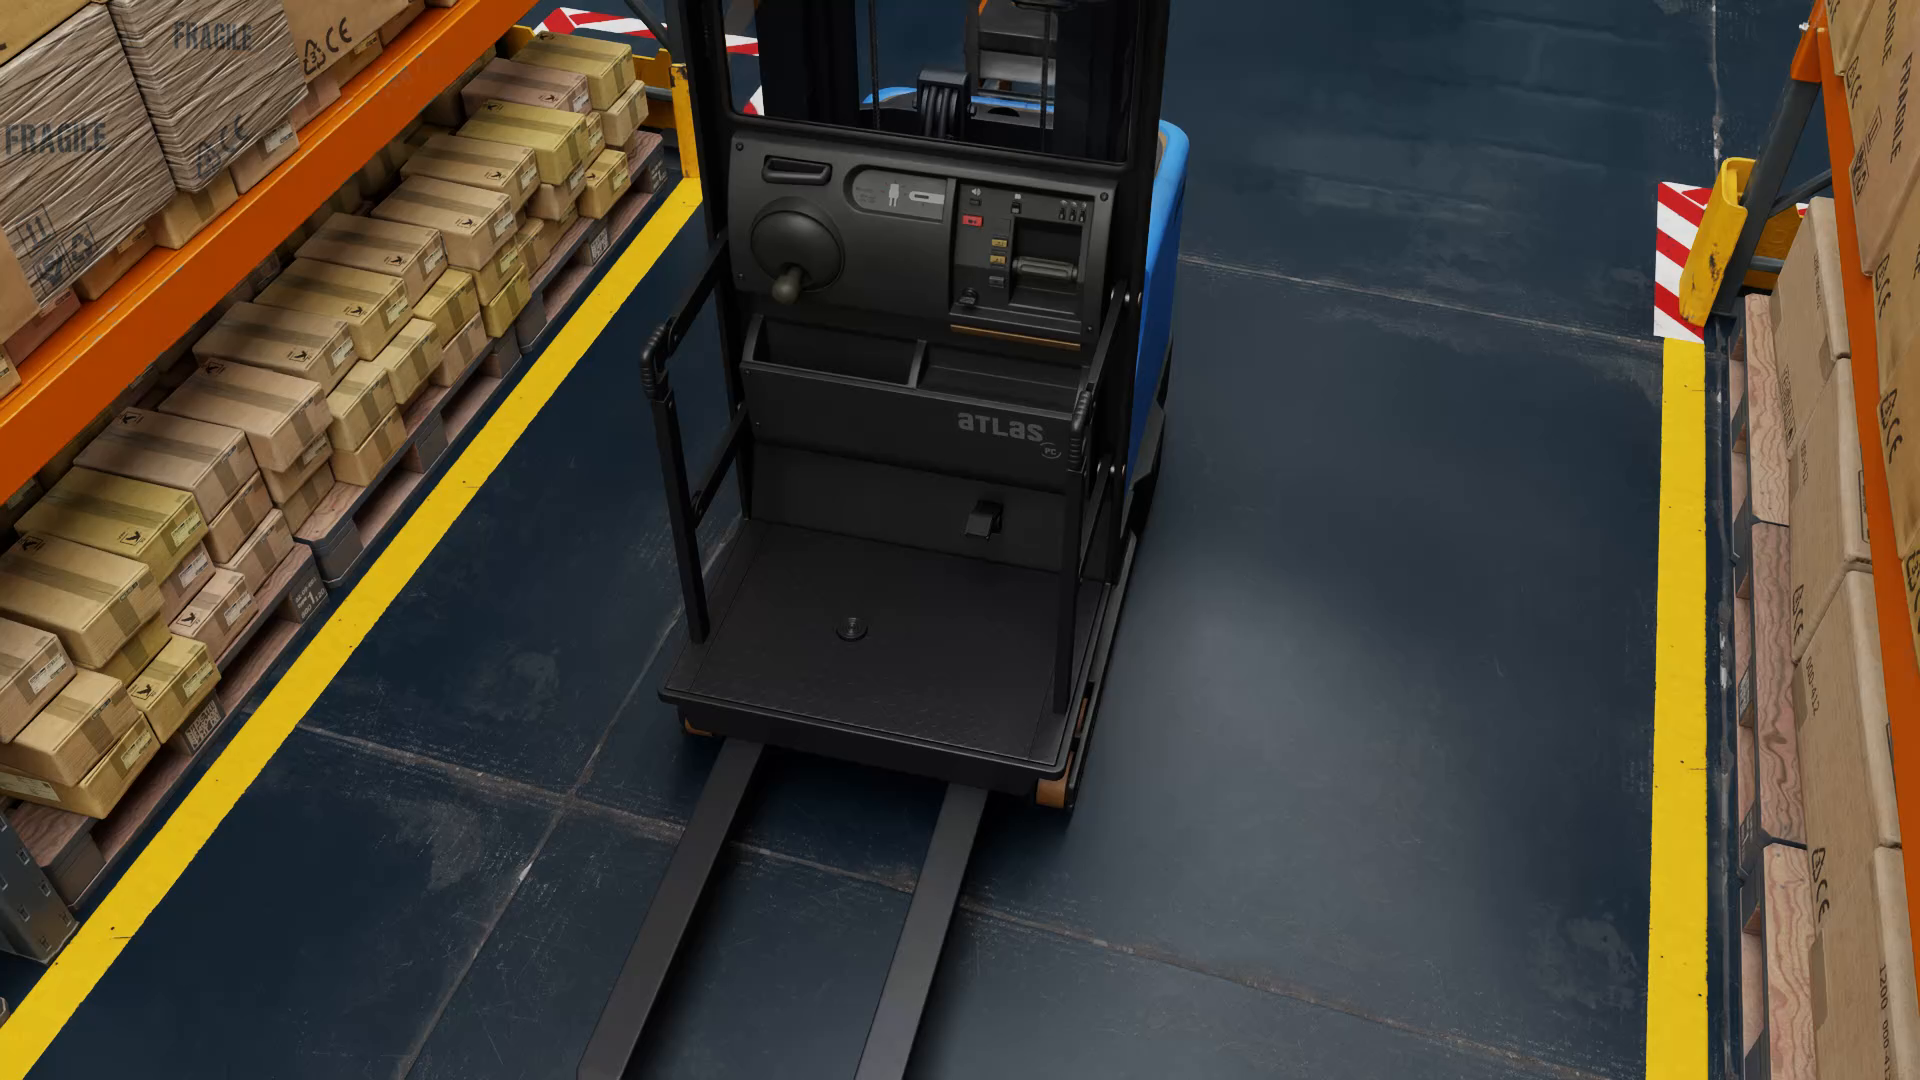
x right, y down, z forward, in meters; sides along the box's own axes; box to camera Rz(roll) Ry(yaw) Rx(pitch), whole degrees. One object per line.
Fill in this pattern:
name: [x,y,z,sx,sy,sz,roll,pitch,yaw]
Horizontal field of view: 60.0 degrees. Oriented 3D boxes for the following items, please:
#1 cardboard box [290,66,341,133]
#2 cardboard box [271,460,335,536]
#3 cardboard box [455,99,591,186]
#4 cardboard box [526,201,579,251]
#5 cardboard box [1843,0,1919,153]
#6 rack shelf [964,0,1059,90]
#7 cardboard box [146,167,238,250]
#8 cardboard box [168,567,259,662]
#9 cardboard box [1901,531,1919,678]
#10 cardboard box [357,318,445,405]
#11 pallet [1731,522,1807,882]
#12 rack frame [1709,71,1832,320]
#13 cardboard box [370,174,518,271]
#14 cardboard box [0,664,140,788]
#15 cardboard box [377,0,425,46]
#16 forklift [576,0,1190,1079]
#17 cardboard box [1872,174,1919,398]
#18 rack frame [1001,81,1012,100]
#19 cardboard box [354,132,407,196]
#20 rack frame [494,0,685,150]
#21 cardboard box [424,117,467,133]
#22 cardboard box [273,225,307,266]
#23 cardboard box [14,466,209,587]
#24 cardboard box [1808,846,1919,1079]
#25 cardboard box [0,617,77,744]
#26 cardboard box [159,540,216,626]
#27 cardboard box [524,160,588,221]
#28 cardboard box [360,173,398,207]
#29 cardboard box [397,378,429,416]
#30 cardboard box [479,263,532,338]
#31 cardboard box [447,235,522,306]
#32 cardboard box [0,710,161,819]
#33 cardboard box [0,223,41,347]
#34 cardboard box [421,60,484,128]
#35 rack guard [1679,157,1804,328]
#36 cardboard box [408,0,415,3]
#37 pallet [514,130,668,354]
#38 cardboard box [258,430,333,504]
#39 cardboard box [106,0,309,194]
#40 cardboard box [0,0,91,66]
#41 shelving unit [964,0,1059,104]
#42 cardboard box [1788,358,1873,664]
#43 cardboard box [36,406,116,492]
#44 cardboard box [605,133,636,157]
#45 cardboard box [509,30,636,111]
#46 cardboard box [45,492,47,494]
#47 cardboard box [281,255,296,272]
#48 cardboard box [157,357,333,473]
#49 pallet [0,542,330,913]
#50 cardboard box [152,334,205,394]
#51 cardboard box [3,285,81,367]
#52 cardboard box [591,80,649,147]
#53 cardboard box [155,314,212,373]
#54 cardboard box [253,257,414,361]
cardboard box: [-1.950,-1.258,4.571,0.380,0.149,0.250,14,46,14]
cardboard box: [-2.137,-0.178,5.026,0.380,0.149,0.250,11,45,11]
cardboard box: [-1.533,-1.401,5.849,0.380,0.149,0.250,12,46,12]
cardboard box: [-1.630,-1.204,6.073,0.380,0.149,0.250,12,46,12]
cardboard box: [2.677,-1.271,4.332,0.500,0.500,0.500,12,46,12]
rack shelf: [0.278,-1.522,5.324,0.431,0.518,0.480,10,45,10]
cardboard box: [-2.075,-0.893,4.197,0.380,0.149,0.250,13,46,13]
cardboard box: [-2.214,0.188,4.651,0.380,0.149,0.250,12,46,12]
cardboard box: [2.059,0.086,2.946,0.500,0.500,0.500,11,46,12]
cardboard box: [-1.866,-0.592,5.236,0.380,0.149,0.250,13,46,13]
pallet: [2.684,0.520,4.568,1.003,0.211,1.213,13,46,12]
rack frame: [3.222,-1.837,4.983,1.000,3.000,0.127,13,46,13]
cardboard box: [-1.700,-1.051,5.492,0.380,0.149,0.250,14,46,14]
cardboard box: [-2.322,0.437,4.184,0.380,0.149,0.250,14,46,14]
cardboard box: [-1.829,-1.611,4.931,0.380,0.149,0.250,11,45,11]
forklift: [-0.153,-0.625,3.793,1.130,2.935,3.031,10,45,10]
cardboard box: [2.370,-0.598,3.645,0.500,0.500,0.500,14,46,14]
rack frame: [0.337,-1.698,5.484,0.400,2.100,0.015,10,45,10]
cardboard box: [-2.172,-1.352,5.799,0.380,0.149,0.250,10,45,11]
rack frame: [-1.526,-2.818,5.985,1.000,3.000,0.127,13,46,13]
cardboard box: [-2.066,-1.590,6.256,0.380,0.149,0.250,12,46,12]
cardboard box: [-2.388,-1.003,5.443,0.380,0.149,0.250,13,46,13]
cardboard box: [-2.266,-0.032,4.450,0.380,0.149,0.250,12,46,12]
cardboard box: [2.304,1.199,3.412,0.875,0.438,0.875,12,46,12]
cardboard box: [-2.435,0.319,4.093,0.380,0.149,0.250,14,46,14]
cardboard box: [-2.292,0.079,4.550,0.380,0.149,0.250,12,46,12]
cardboard box: [-1.569,-1.297,5.956,0.380,0.149,0.250,11,45,11]
cardboard box: [-2.237,-1.260,5.919,0.380,0.149,0.250,14,46,14]
cardboard box: [-1.960,-0.522,5.377,0.380,0.149,0.250,14,46,14]
cardboard box: [-1.710,-0.853,5.715,0.380,0.149,0.250,11,45,11]
cardboard box: [-1.714,-0.949,5.600,0.380,0.149,0.250,13,46,13]
cardboard box: [-2.321,0.542,4.289,0.380,0.149,0.250,11,45,11]
cardboard box: [-2.347,-0.571,3.404,0.500,0.500,0.500,12,46,12]
cardboard box: [-1.977,-1.675,6.130,0.380,0.149,0.250,13,46,13]
rack guard: [3.230,-0.960,5.873,1.175,0.500,0.348,13,46,13]
cardboard box: [-1.722,-1.924,4.787,0.500,0.500,0.500,13,46,13]
pallet: [-1.828,-1.237,6.363,1.003,0.211,1.213,13,46,13]
cardboard box: [-2.102,-0.279,4.915,0.380,0.149,0.250,15,46,14]
cardboard box: [-2.017,-1.230,4.078,0.500,0.500,0.500,12,46,12]
cardboard box: [-2.226,-1.249,3.383,0.500,0.500,0.500,11,45,11]
shelving unit: [0.278,-1.532,5.314,0.431,2.100,0.503,10,45,10]
cardboard box: [2.849,0.001,4.635,0.875,0.438,0.875,14,46,14]
cardboard box: [-2.616,-0.291,4.715,0.380,0.149,0.250,14,46,14]
cardboard box: [-1.486,-1.554,6.432,0.380,0.149,0.250,13,46,13]
cardboard box: [-1.445,-1.755,6.212,0.380,0.149,0.250,13,46,13]
cardboard box: [-2.641,-0.178,4.813,0.380,0.149,0.250,13,46,13]
cardboard box: [-2.269,-0.874,5.524,0.380,0.149,0.250,15,46,15]
cardboard box: [-2.054,-0.363,4.789,0.380,0.149,0.250,13,46,13]
pallet: [-2.567,0.390,4.701,1.003,0.211,1.213,13,46,13]
cardboard box: [-2.482,-0.527,5.169,0.380,0.149,0.250,11,45,11]
cardboard box: [-2.301,-0.558,3.856,0.380,0.149,0.250,11,45,11]
cardboard box: [-1.414,-1.643,6.310,0.380,0.149,0.250,11,46,11]
cardboard box: [-2.552,-0.673,5.106,0.380,0.149,0.250,11,45,11]
cardboard box: [-1.938,-0.718,5.151,0.380,0.149,0.250,13,46,13]
